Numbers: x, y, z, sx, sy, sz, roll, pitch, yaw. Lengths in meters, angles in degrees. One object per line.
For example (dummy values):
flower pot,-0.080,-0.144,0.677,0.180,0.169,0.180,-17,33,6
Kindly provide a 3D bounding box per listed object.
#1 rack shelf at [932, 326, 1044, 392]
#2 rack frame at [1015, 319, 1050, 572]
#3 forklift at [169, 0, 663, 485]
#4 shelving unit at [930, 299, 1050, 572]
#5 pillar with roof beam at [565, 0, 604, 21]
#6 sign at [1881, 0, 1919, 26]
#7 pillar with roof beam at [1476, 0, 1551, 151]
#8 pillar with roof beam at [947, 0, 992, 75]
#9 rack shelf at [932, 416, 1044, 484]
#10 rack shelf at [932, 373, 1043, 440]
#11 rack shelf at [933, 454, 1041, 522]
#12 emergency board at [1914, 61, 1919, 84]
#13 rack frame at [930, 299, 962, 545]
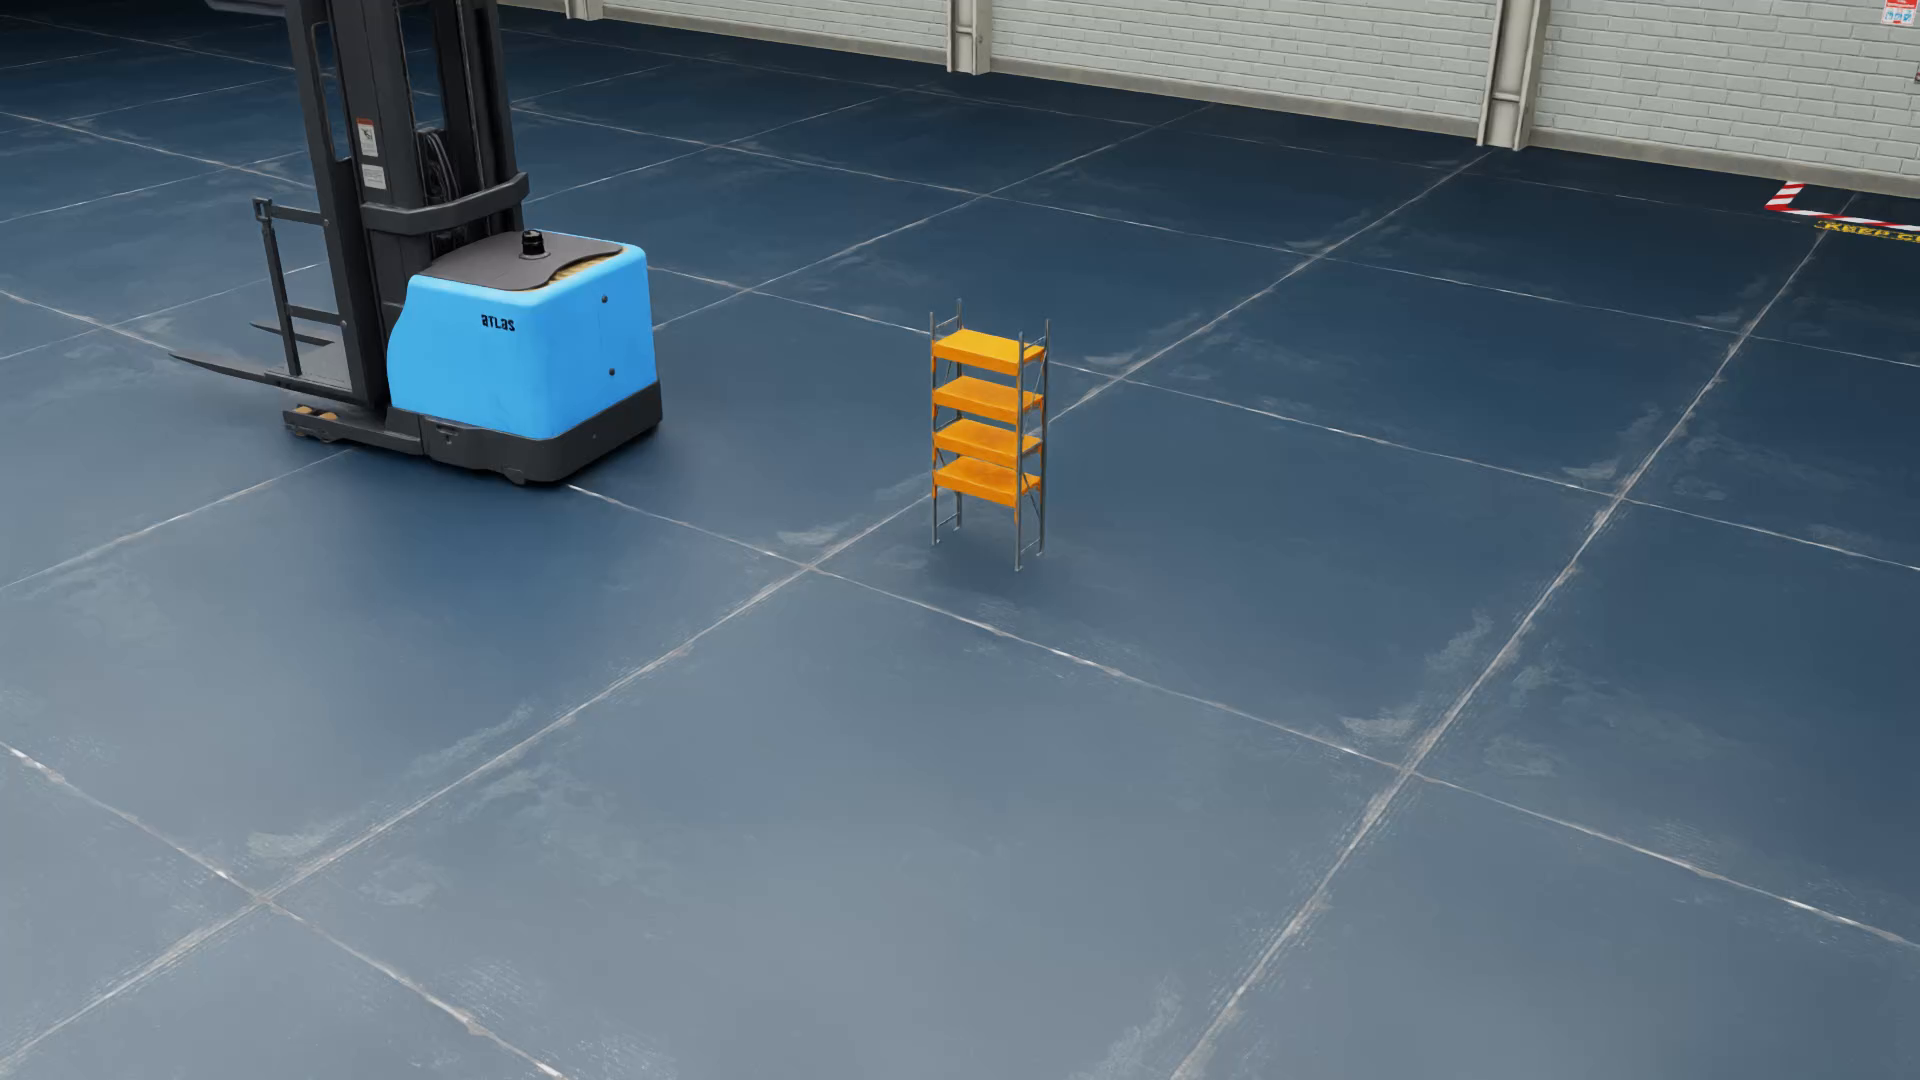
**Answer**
rack shelf,0.136,-0.842,7.716,0.480,0.148,0.258,17,32,30
rack frame,0.338,-0.430,7.771,0.015,1.200,0.240,17,32,30
forklift,-3.239,-2.050,9.047,3.031,2.935,1.130,13,30,24
shelving unit,0.136,-0.492,7.894,0.503,1.200,0.258,17,32,30
pillar with roof beam,-7.282,-9.159,16.325,0.400,9.000,9.100,17,32,30
sign,7.580,-4.318,13.387,0.234,0.329,0.001,17,32,30
pillar with roof beam,2.610,-6.077,10.270,0.400,9.000,9.100,17,32,30
pillar with roof beam,-2.336,-7.618,13.298,0.400,9.000,9.100,17,32,30
rack shelf,0.136,-0.432,7.925,0.480,0.148,0.258,17,32,30
rack shelf,0.136,-0.632,7.823,0.480,0.148,0.258,17,32,30
rack shelf,0.136,-0.255,8.015,0.480,0.148,0.258,17,32,30
emergency board,7.981,-4.130,13.059,0.626,1.169,0.157,17,32,30
rack frame,-0.065,-0.555,8.017,0.015,1.200,0.240,17,32,30
